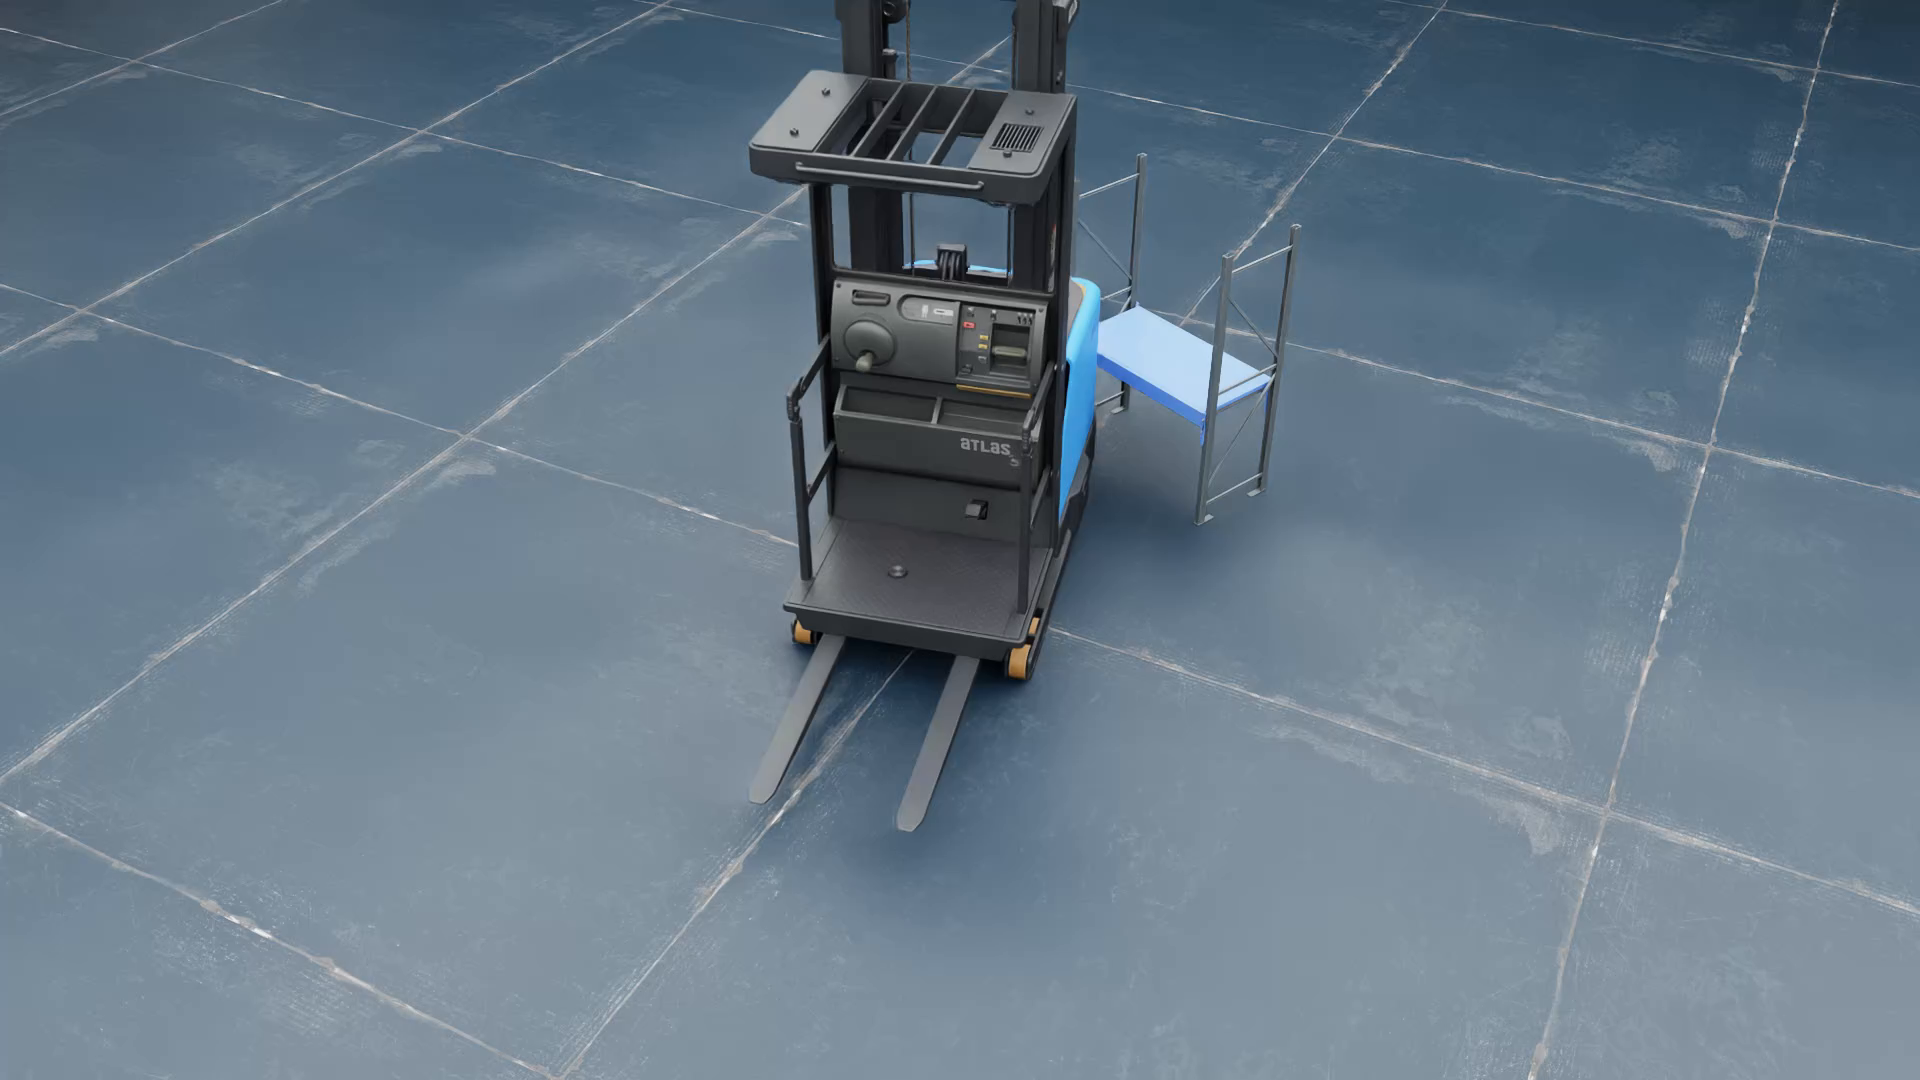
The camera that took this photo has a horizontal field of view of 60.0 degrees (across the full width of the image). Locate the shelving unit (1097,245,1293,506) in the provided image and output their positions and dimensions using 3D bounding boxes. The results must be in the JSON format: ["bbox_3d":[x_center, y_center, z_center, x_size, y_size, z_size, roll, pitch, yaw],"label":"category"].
[{"bbox_3d":[1.072,-0.998,8.344,0.475,1.308,0.991,-26,44,-30],"label":"shelving unit"}]

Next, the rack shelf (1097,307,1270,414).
[{"bbox_3d":[1.059,-0.902,8.434,0.459,0.062,0.952,-26,44,-30],"label":"rack shelf"}]

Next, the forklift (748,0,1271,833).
[{"bbox_3d":[-8.182,-1.385,7.119,18.709,3.598,6.912,8,38,11],"label":"forklift"}]

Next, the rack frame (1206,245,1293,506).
[{"bbox_3d":[1.382,-0.769,8.043,0.475,1.308,0.013,-26,44,-30],"label":"rack frame"}]
